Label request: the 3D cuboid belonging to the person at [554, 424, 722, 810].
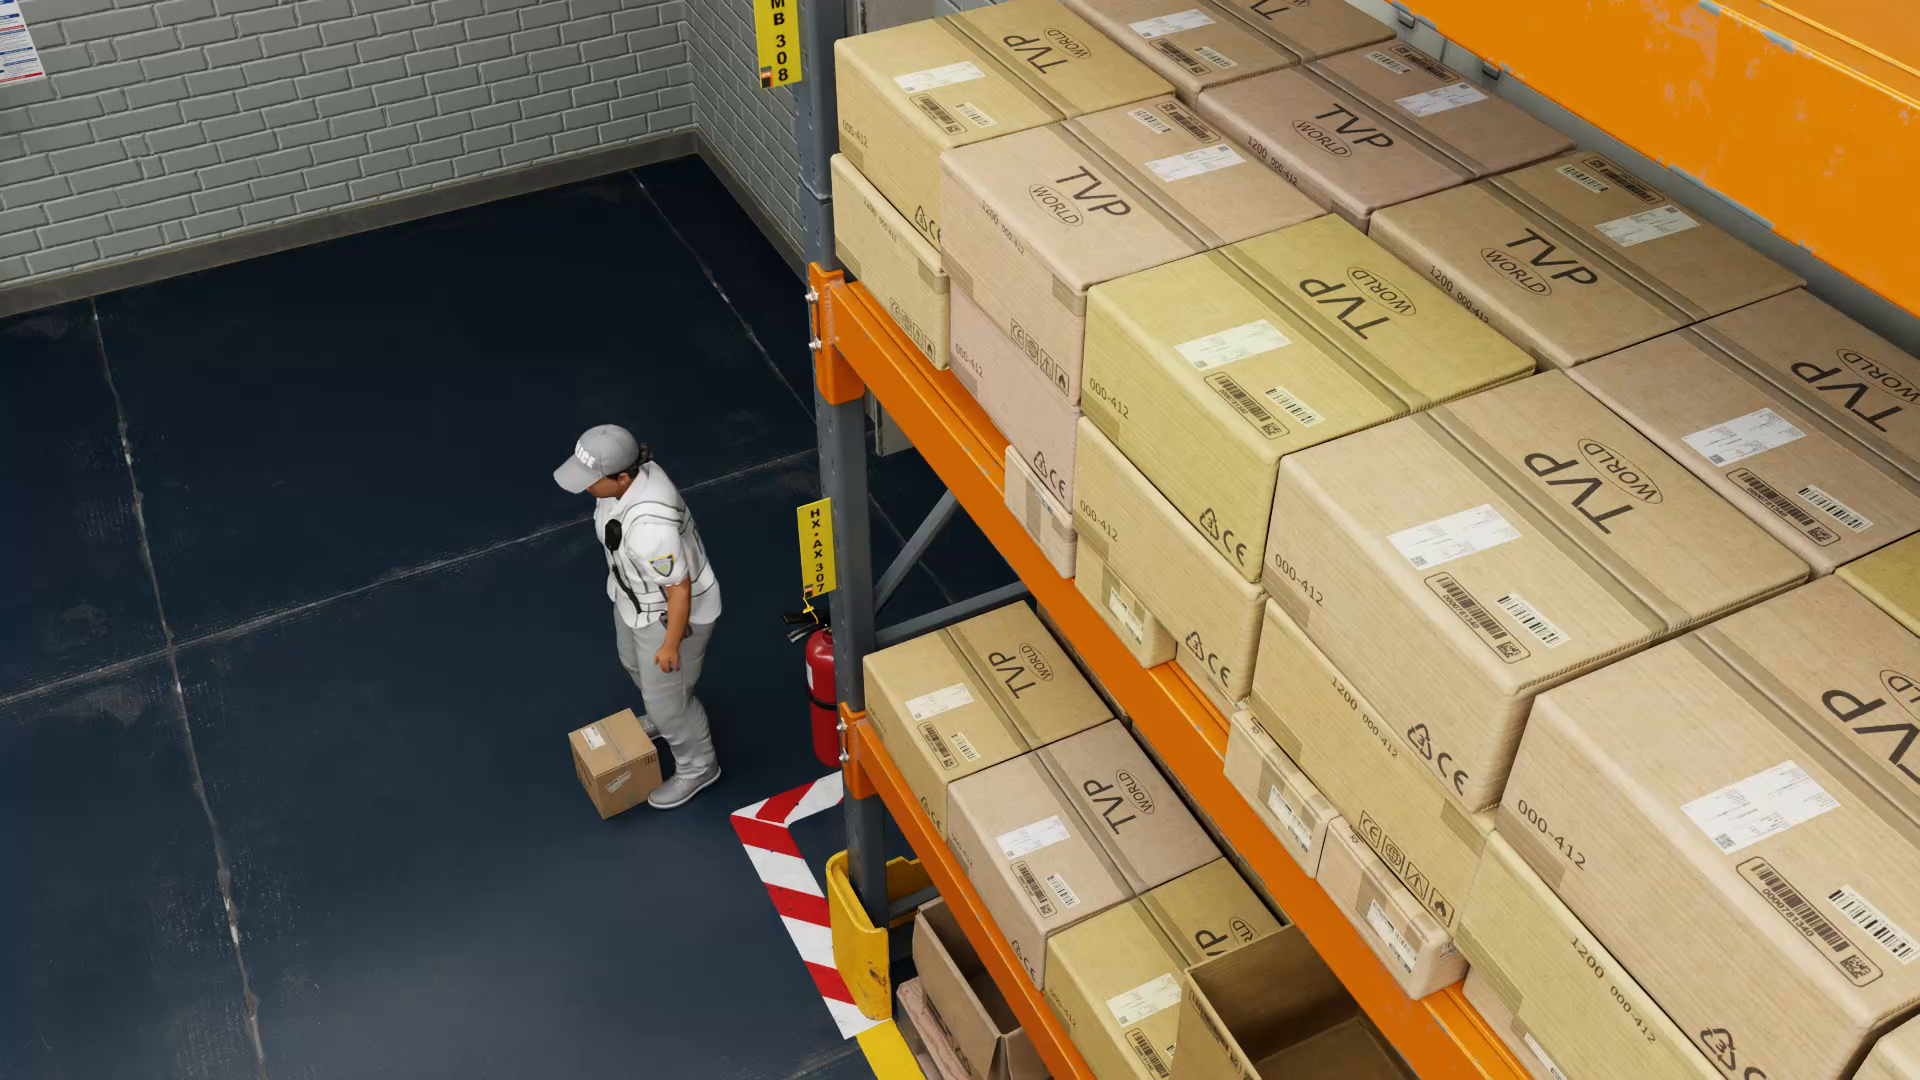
[{"bbox_3d":[-1.100,0.239,5.884,0.470,1.665,0.537,-19,45,-20],"label":"person"}]
